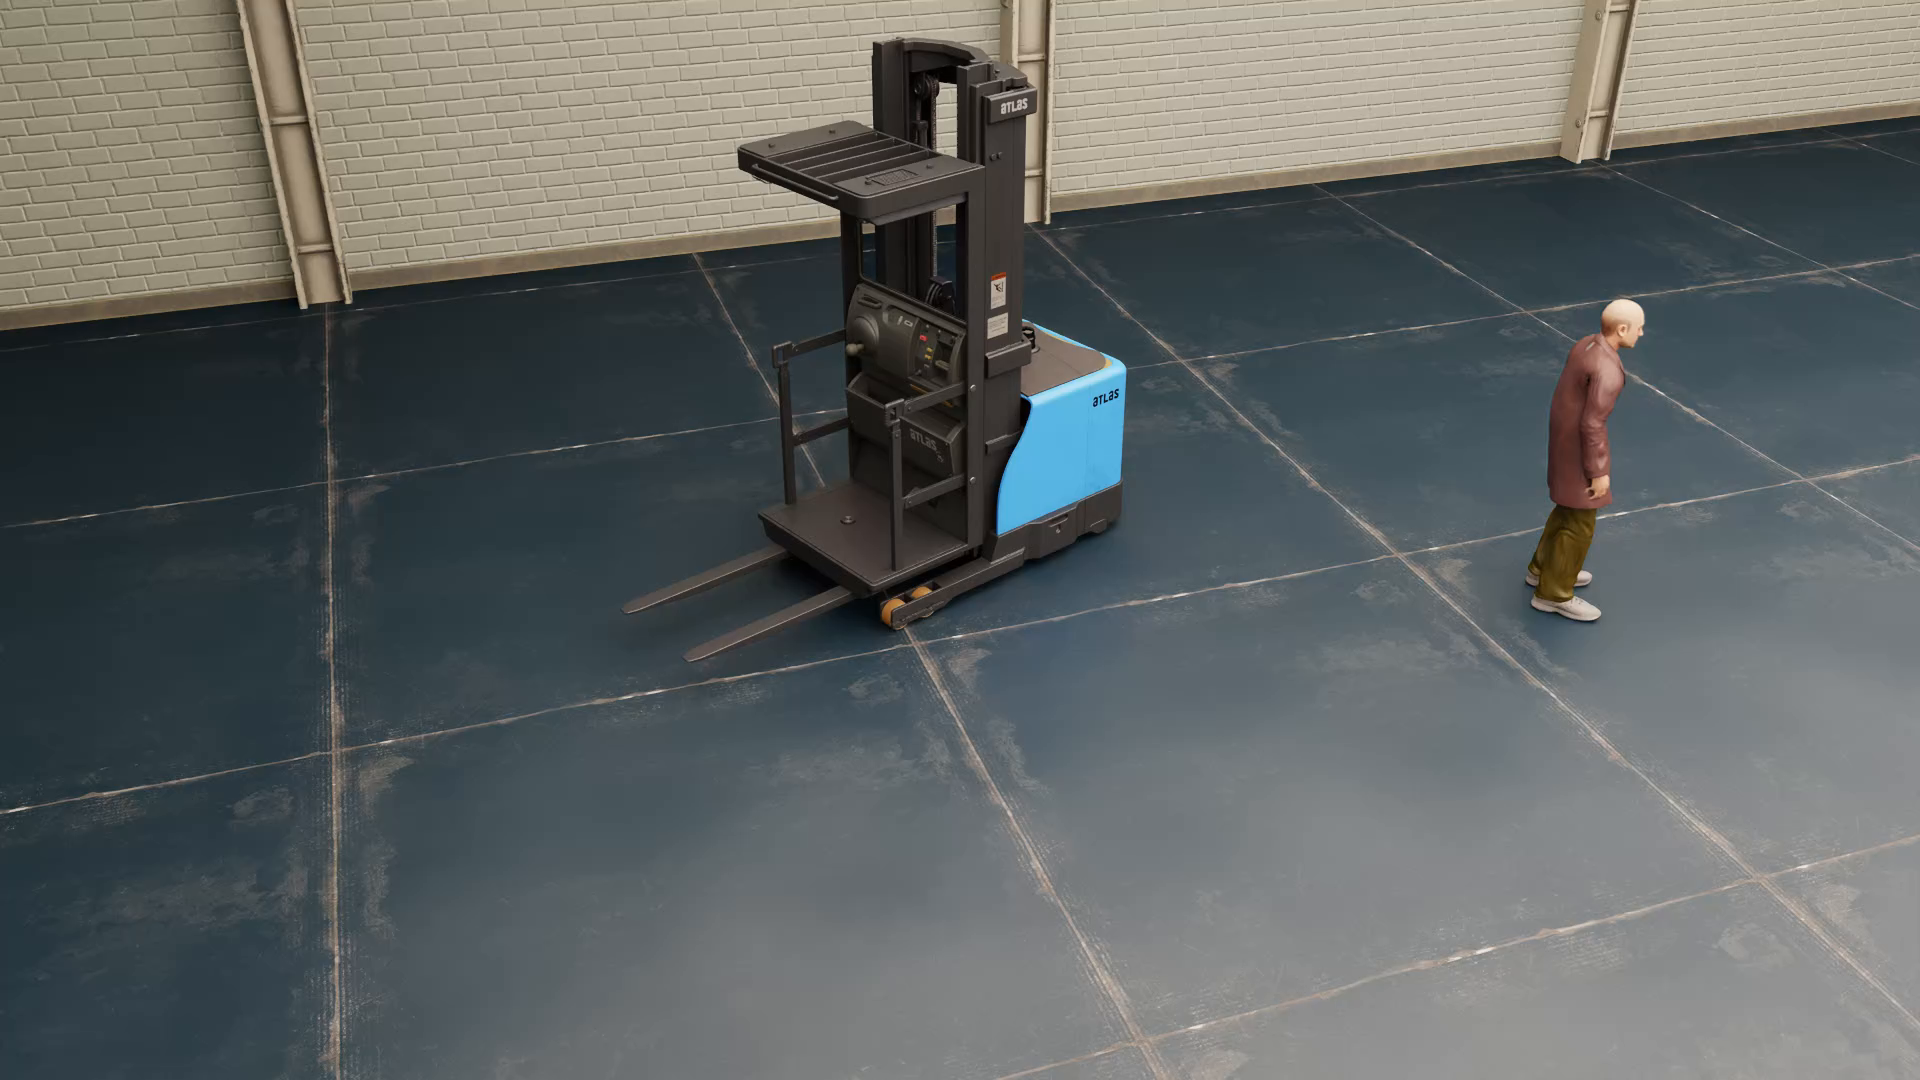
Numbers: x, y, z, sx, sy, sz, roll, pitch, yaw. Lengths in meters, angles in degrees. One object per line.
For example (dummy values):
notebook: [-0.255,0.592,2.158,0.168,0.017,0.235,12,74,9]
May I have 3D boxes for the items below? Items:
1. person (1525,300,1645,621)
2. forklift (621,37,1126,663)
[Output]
person: [3.403,-0.465,9.055,0.422,1.774,0.655,5,30,9]
forklift: [-0.461,-1.072,8.951,3.031,2.935,1.130,-23,37,-34]
